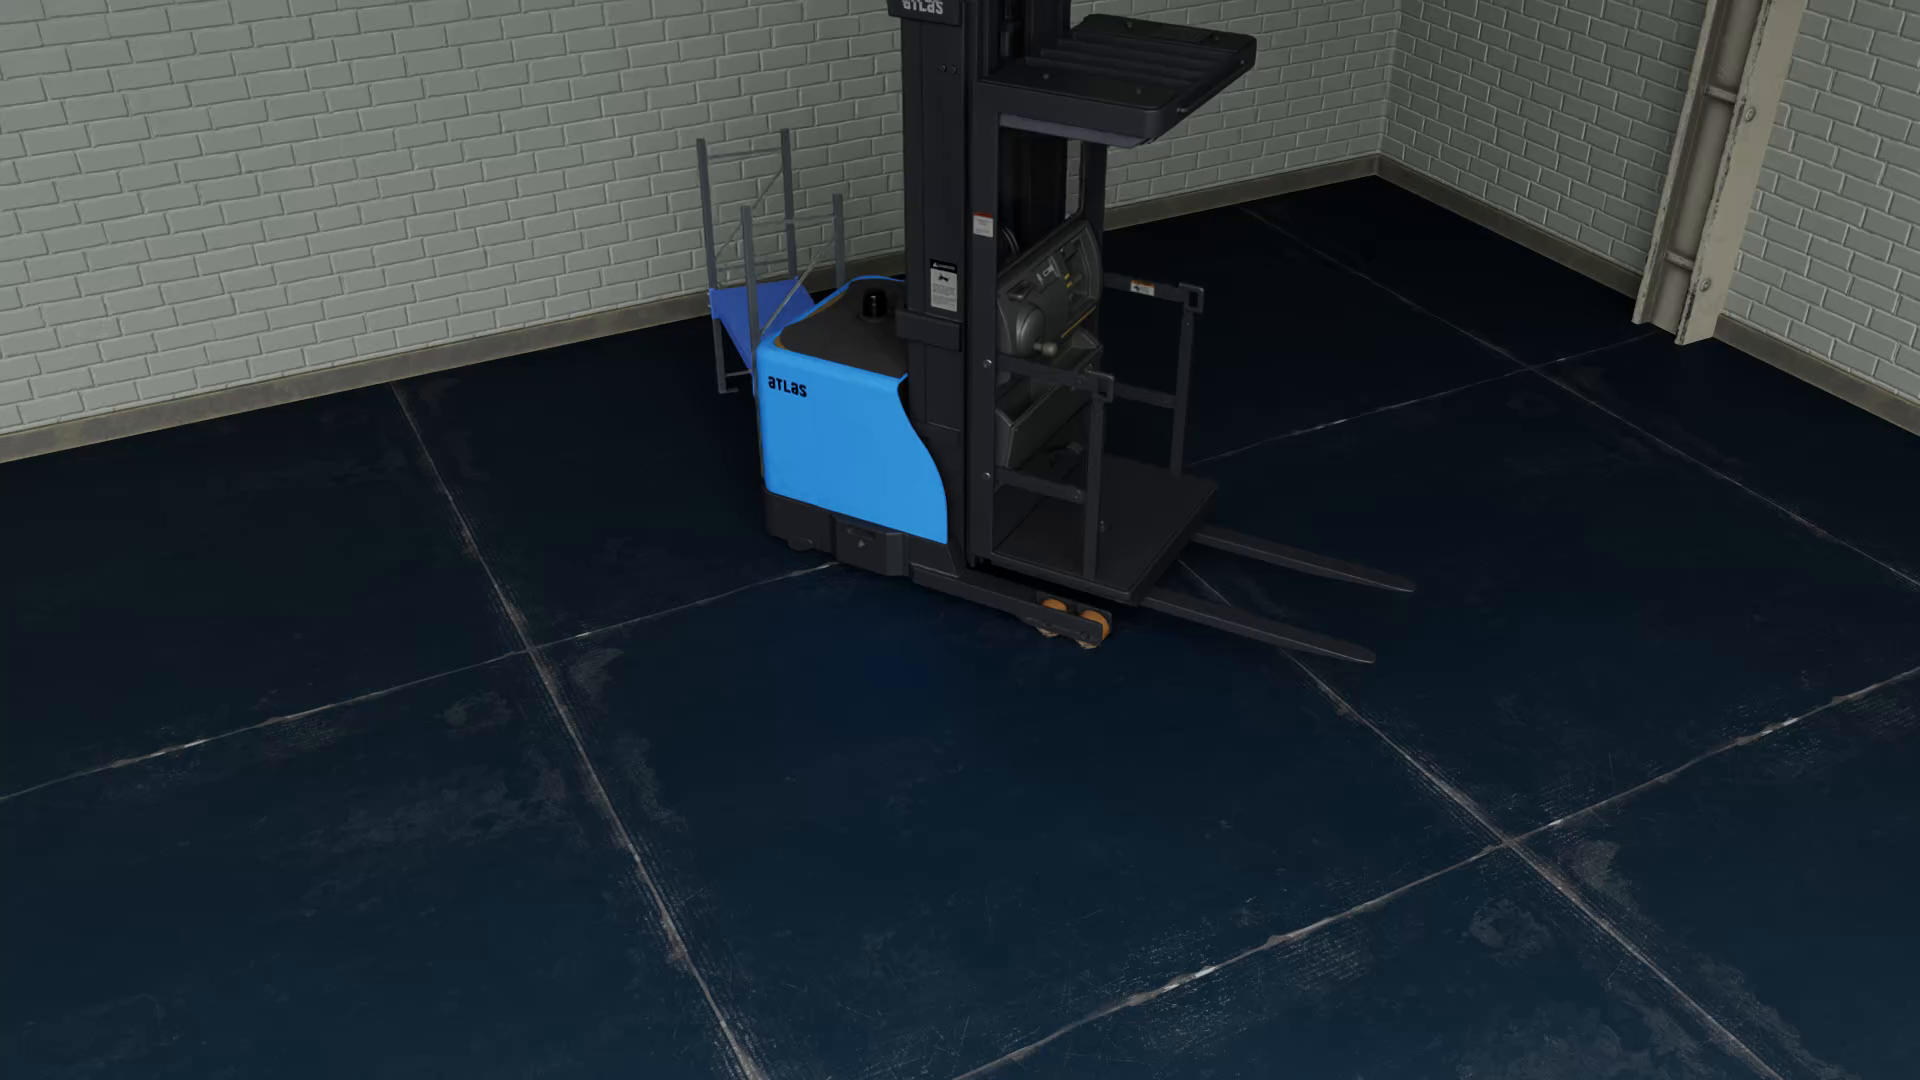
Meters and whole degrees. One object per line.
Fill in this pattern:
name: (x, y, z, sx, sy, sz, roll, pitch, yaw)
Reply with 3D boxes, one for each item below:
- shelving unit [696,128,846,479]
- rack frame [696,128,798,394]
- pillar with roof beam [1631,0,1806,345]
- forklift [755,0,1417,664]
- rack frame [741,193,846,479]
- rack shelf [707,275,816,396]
shelving unit: (-0.982, -1.266, 8.836, 0.538, 1.500, 1.048, -11, 34, -16)
rack frame: (-1.153, -1.524, 9.239, 0.500, 1.500, 0.032, -11, 34, -16)
pillar with roof beam: (0.609, -4.019, 6.181, 9.100, 9.000, 0.400, -16, 36, -23)
forklift: (0.578, -1.076, 7.213, 3.031, 2.935, 1.130, 16, 36, 24)
rack frame: (-0.811, -1.008, 8.433, 0.500, 1.500, 0.032, -11, 34, -16)
rack shelf: (-0.982, -1.115, 8.933, 0.538, 0.185, 1.000, -11, 34, -16)
